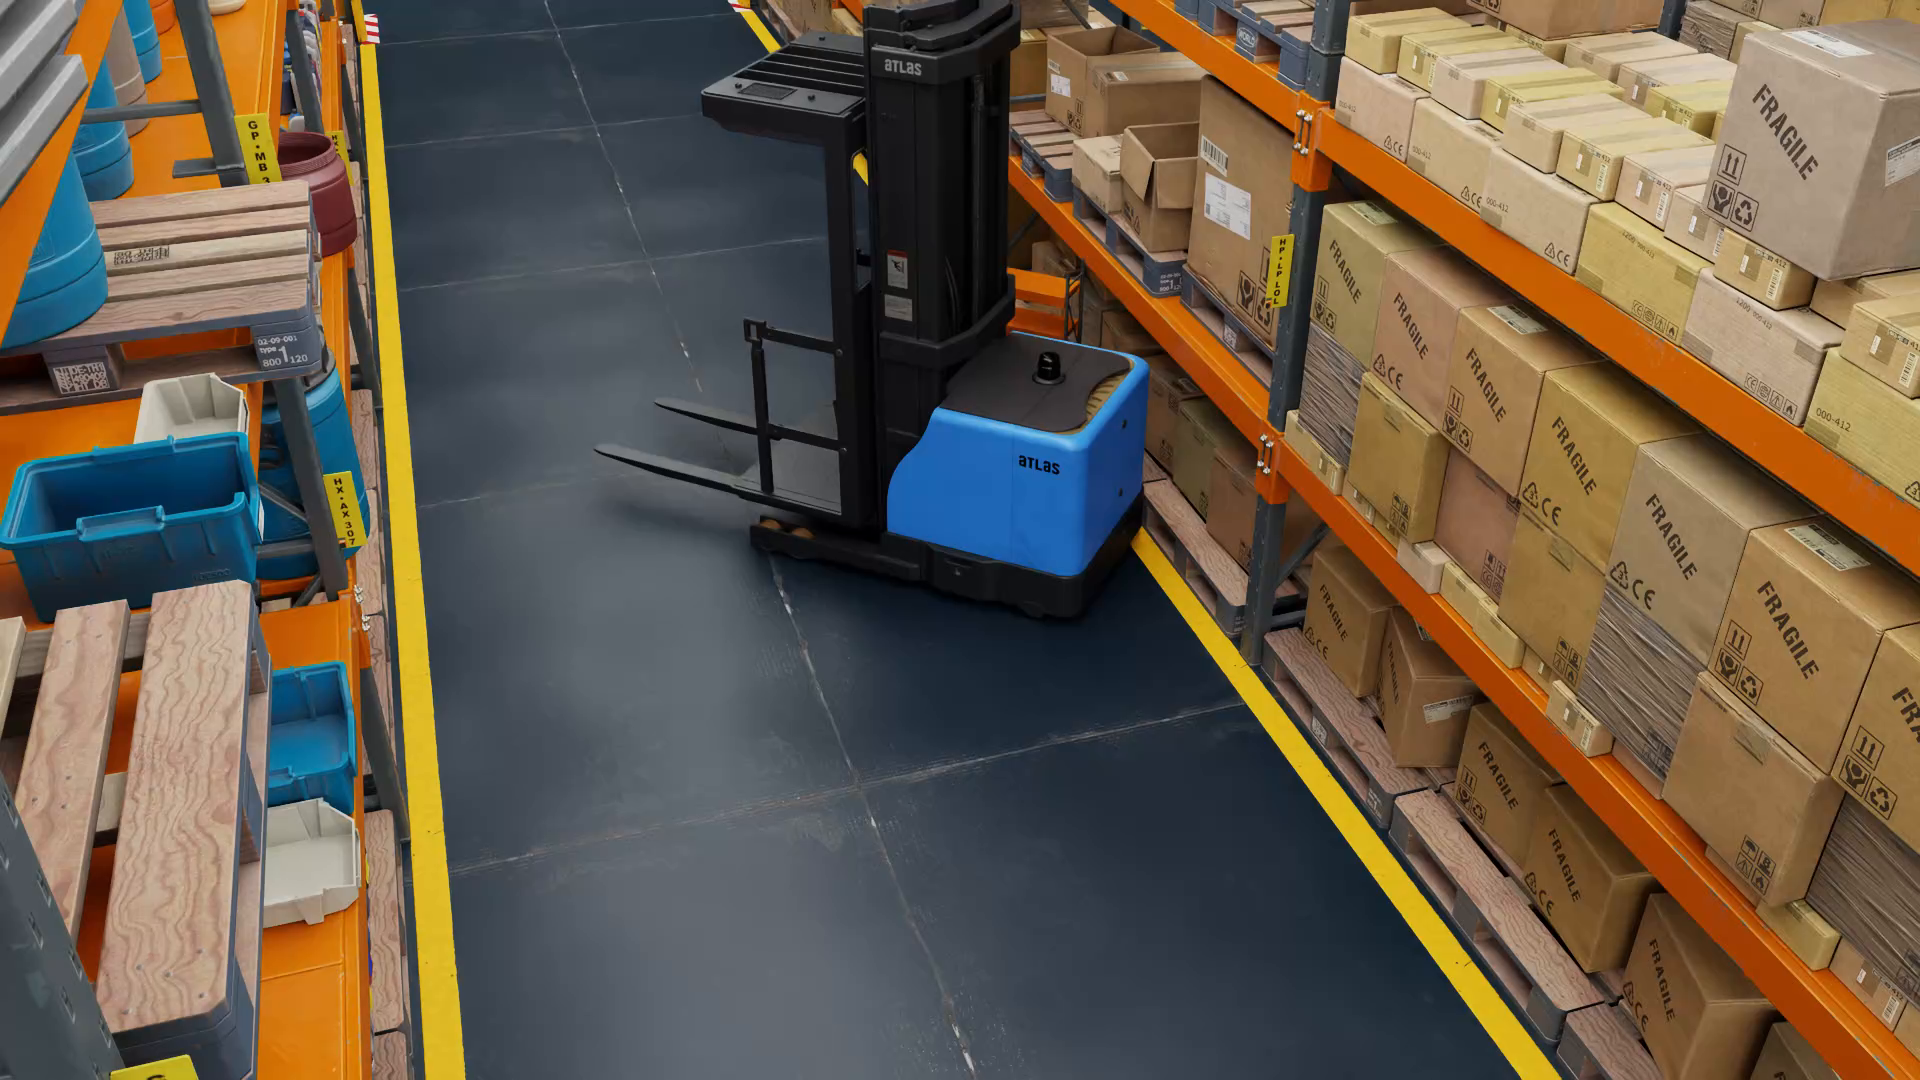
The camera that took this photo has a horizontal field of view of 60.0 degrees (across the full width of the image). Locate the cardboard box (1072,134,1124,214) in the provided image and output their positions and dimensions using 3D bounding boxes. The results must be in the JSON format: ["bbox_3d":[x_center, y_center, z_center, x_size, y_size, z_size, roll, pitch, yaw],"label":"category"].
[{"bbox_3d":[0.946,-2.036,9.185,0.500,0.250,0.500,-11,35,-16],"label":"cardboard box"}]

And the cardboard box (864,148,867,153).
[{"bbox_3d":[-0.079,-3.429,13.085,1.225,0.875,0.875,-11,35,-16],"label":"cardboard box"}]

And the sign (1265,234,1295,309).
[{"bbox_3d":[1.347,-1.130,7.008,0.100,0.325,0.005,-10,35,-15],"label":"sign"}]

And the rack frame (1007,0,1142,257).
[{"bbox_3d":[0.654,-2.842,10.650,1.000,3.000,0.127,-10,35,-15],"label":"rack frame"}]

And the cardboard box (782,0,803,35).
[{"bbox_3d":[-1.237,-5.531,16.265,0.875,0.875,0.875,-10,35,-15],"label":"cardboard box"}]

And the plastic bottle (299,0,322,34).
[{"bbox_3d":[-4.855,-3.905,12.371,0.152,0.276,0.135,-10,35,-15],"label":"plastic bottle"}]

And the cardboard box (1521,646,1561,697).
[{"bbox_3d":[2.243,0.435,5.918,0.380,0.149,0.250,-10,35,-15],"label":"cardboard box"}]

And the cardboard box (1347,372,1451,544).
[{"bbox_3d":[2.071,-0.393,6.583,0.875,0.500,0.500,-10,35,-15],"label":"cardboard box"}]

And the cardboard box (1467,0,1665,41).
[{"bbox_3d":[2.254,-2.175,6.105,0.500,0.500,0.500,-11,35,-16],"label":"cardboard box"}]

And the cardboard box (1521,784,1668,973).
[{"bbox_3d":[2.532,1.255,6.336,0.500,0.500,0.500,-7,34,-10],"label":"cardboard box"}]

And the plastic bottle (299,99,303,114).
[{"bbox_3d":[-4.149,-2.737,10.607,0.097,0.271,0.097,0,33,0],"label":"plastic bottle"}]

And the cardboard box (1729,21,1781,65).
[{"bbox_3d":[5.446,-3.117,10.976,0.500,0.500,0.500,-10,35,-15],"label":"cardboard box"}]

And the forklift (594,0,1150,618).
[{"bbox_3d":[-0.570,-1.369,8.482,3.031,2.935,1.130,14,36,21],"label":"forklift"}]

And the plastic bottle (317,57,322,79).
[{"bbox_3d":[-4.487,-3.290,11.508,0.097,0.201,0.097,0,33,0],"label":"plastic bottle"}]

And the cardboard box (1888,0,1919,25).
[{"bbox_3d":[6.006,-3.042,9.955,0.700,0.500,0.500,-10,35,-15],"label":"cardboard box"}]

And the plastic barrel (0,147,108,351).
[{"bbox_3d":[-2.641,-1.004,4.312,0.600,0.901,0.708,-10,35,-15],"label":"plastic barrel"}]

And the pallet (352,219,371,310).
[{"bbox_3d":[-4.712,-1.892,11.742,1.003,0.211,1.213,-10,35,-15],"label":"pallet"}]

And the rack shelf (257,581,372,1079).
[{"bbox_3d":[-2.233,1.441,4.820,1.077,0.370,4.000,-10,35,-15],"label":"rack shelf"}]

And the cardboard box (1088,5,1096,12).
[{"bbox_3d":[0.605,-3.455,11.487,0.500,0.500,0.500,-11,35,-16],"label":"cardboard box"}]

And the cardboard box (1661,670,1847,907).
[{"bbox_3d":[2.686,0.656,4.995,0.875,0.500,0.500,-10,35,-15],"label":"cardboard box"}]

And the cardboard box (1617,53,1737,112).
[{"bbox_3d":[2.511,-1.562,5.766,0.380,0.149,0.250,-11,35,-16],"label":"cardboard box"}]

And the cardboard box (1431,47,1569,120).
[{"bbox_3d":[1.889,-1.600,5.823,0.380,0.149,0.250,-10,35,-14],"label":"cardboard box"}]

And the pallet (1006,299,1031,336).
[{"bbox_3d":[0.891,-1.268,10.797,1.003,0.211,1.213,-10,35,-15],"label":"pallet"}]

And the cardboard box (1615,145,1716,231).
[{"bbox_3d":[2.224,-1.067,5.017,0.380,0.149,0.250,-9,35,-14],"label":"cardboard box"}]

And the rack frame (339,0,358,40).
[{"bbox_3d":[-6.503,-6.210,15.746,1.000,3.000,0.127,-10,35,-15],"label":"rack frame"}]

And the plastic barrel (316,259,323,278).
[{"bbox_3d":[-3.546,-1.552,8.596,0.421,0.512,0.421,0,33,0],"label":"plastic barrel"}]

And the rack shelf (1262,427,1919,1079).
[{"bbox_3d":[2.484,0.608,6.081,1.077,0.370,4.000,-10,35,-15],"label":"rack shelf"}]

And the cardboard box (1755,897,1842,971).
[{"bbox_3d":[2.610,1.094,4.921,0.380,0.149,0.250,-10,35,-15],"label":"cardboard box"}]

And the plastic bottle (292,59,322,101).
[{"bbox_3d":[-4.355,-3.083,11.059,0.144,0.351,0.185,-10,35,-15],"label":"plastic bottle"}]

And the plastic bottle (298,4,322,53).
[{"bbox_3d":[-4.691,-3.661,11.934,0.144,0.351,0.185,-10,35,-15],"label":"plastic bottle"}]

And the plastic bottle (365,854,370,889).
[{"bbox_3d":[-2.382,1.238,6.540,0.061,0.283,0.133,-8,34,-12],"label":"plastic bottle"}]

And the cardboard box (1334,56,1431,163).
[{"bbox_3d":[1.767,-1.652,6.263,0.500,0.250,0.500,-11,35,-17],"label":"cardboard box"}]

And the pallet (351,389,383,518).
[{"bbox_3d":[-3.864,-0.433,9.533,1.003,0.211,1.213,-10,35,-15],"label":"pallet"}]

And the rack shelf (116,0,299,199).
[{"bbox_3d":[-3.453,-1.911,7.172,1.077,0.370,4.000,-10,35,-15],"label":"rack shelf"}]

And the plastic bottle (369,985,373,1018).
[{"bbox_3d":[-2.215,1.572,5.973,0.144,0.351,0.185,-10,35,-15],"label":"plastic bottle"}]

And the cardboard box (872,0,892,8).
[{"bbox_3d":[-0.358,-4.174,12.574,0.500,0.500,0.500,-11,35,-16],"label":"cardboard box"}]

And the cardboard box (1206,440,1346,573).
[{"bbox_3d":[1.707,-0.209,8.533,0.700,0.500,0.500,-13,36,-18],"label":"cardboard box"}]

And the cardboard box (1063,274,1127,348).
[{"bbox_3d":[1.059,-1.345,10.253,0.700,0.500,0.500,-13,36,-19],"label":"cardboard box"}]

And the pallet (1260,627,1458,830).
[{"bbox_3d":[2.113,0.768,7.716,1.003,0.211,1.213,-10,35,-15],"label":"pallet"}]

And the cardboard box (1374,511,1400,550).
[{"bbox_3d":[1.905,-0.084,6.704,0.380,0.149,0.250,-10,35,-15],"label":"cardboard box"}]

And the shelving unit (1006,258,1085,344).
[{"bbox_3d":[0.419,-1.068,9.597,0.503,1.200,0.258,15,36,21],"label":"shelving unit"}]

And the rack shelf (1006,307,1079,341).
[{"bbox_3d":[0.419,-1.198,9.511,0.480,0.148,0.258,15,36,21],"label":"rack shelf"}]

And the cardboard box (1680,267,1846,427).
[{"bbox_3d":[2.402,-0.573,4.632,0.500,0.250,0.500,-9,35,-14],"label":"cardboard box"}]

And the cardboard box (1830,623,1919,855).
[{"bbox_3d":[2.691,0.528,4.282,0.500,0.500,0.500,-10,35,-15],"label":"cardboard box"}]

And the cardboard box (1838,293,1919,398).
[{"bbox_3d":[2.458,-0.500,4.159,0.380,0.149,0.250,-10,35,-14],"label":"cardboard box"}]

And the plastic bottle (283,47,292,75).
[{"bbox_3d":[-4.591,-3.223,11.343,0.097,0.271,0.097,0,33,0],"label":"plastic bottle"}]

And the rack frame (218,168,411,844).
[{"bbox_3d":[-2.843,0.091,6.211,1.000,3.000,0.127,-10,35,-15],"label":"rack frame"}]

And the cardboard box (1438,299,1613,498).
[{"bbox_3d":[2.075,-0.521,5.870,0.500,0.500,0.500,-10,35,-15],"label":"cardboard box"}]

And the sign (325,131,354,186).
[{"bbox_3d":[-3.541,-2.174,9.490,0.100,0.325,0.005,-10,35,-15],"label":"sign"}]

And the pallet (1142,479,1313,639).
[{"bbox_3d":[1.635,0.013,8.859,1.003,0.211,1.213,-10,35,-15],"label":"pallet"}]

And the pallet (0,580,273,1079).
[{"bbox_3d":[-1.782,0.567,2.940,1.003,0.211,1.213,-10,35,-15],"label":"pallet"}]

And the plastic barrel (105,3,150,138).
[{"bbox_3d":[-3.404,-1.944,6.115,0.600,0.901,0.600,0,33,0],"label":"plastic barrel"}]

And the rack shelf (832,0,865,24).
[{"bbox_3d":[0.044,-3.592,12.437,1.077,0.370,4.000,-10,35,-15],"label":"rack shelf"}]

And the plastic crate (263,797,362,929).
[{"bbox_3d":[-2.106,1.011,5.058,0.530,0.136,0.437,-10,35,-15],"label":"plastic crate"}]

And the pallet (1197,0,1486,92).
[{"bbox_3d":[1.787,-2.257,7.214,1.213,0.211,1.003,-10,35,-15],"label":"pallet"}]
